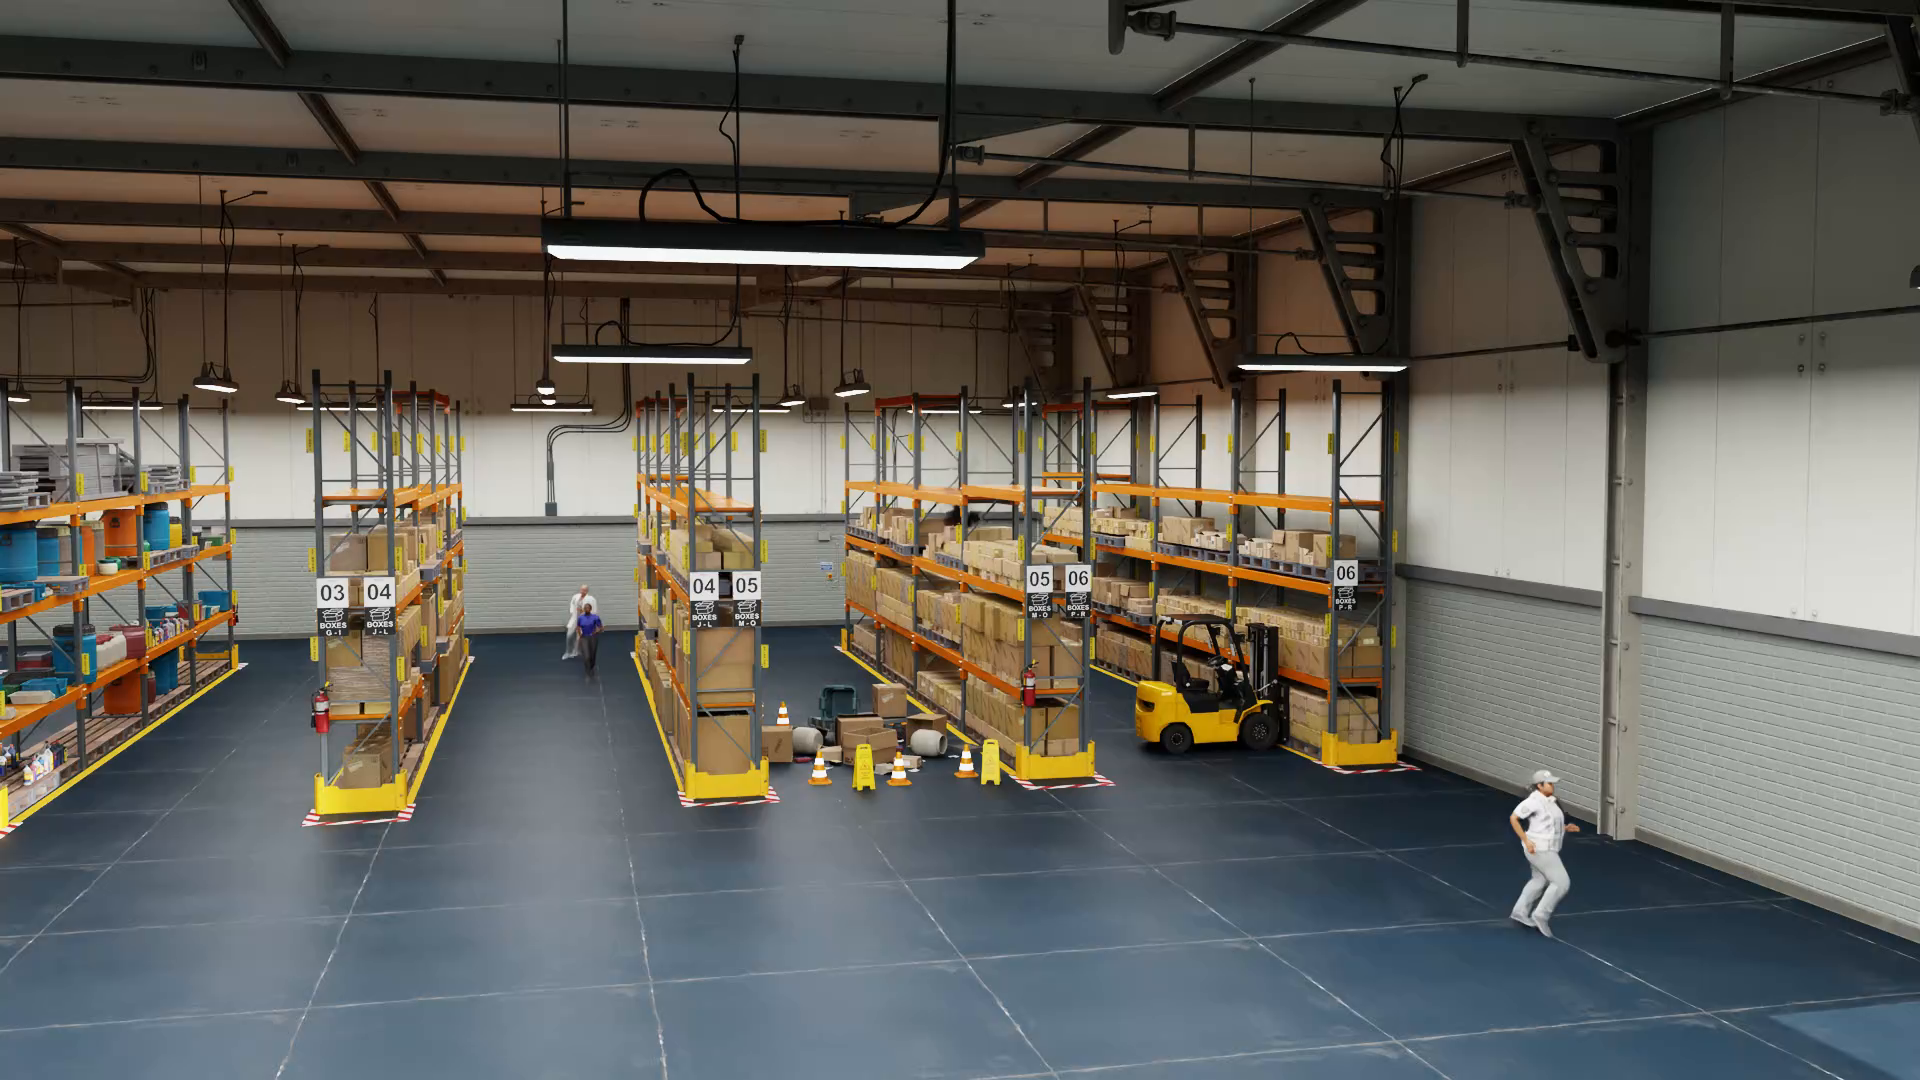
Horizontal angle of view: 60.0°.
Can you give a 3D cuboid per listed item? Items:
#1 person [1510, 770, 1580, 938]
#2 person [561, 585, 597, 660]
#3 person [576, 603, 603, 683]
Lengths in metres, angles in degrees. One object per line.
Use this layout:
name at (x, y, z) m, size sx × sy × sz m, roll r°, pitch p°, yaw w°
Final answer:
person at (5.973, 3.197, 17.004) m, size 0.692 × 1.689 × 0.578 m, roll 2°, pitch 4°, yaw 34°
person at (-8.831, 2.015, 38.735) m, size 0.825 × 1.591 × 0.742 m, roll 0°, pitch 3°, yaw 6°
person at (-7.836, 2.159, 35.197) m, size 0.573 × 1.660 × 0.809 m, roll 0°, pitch 3°, yaw -7°
